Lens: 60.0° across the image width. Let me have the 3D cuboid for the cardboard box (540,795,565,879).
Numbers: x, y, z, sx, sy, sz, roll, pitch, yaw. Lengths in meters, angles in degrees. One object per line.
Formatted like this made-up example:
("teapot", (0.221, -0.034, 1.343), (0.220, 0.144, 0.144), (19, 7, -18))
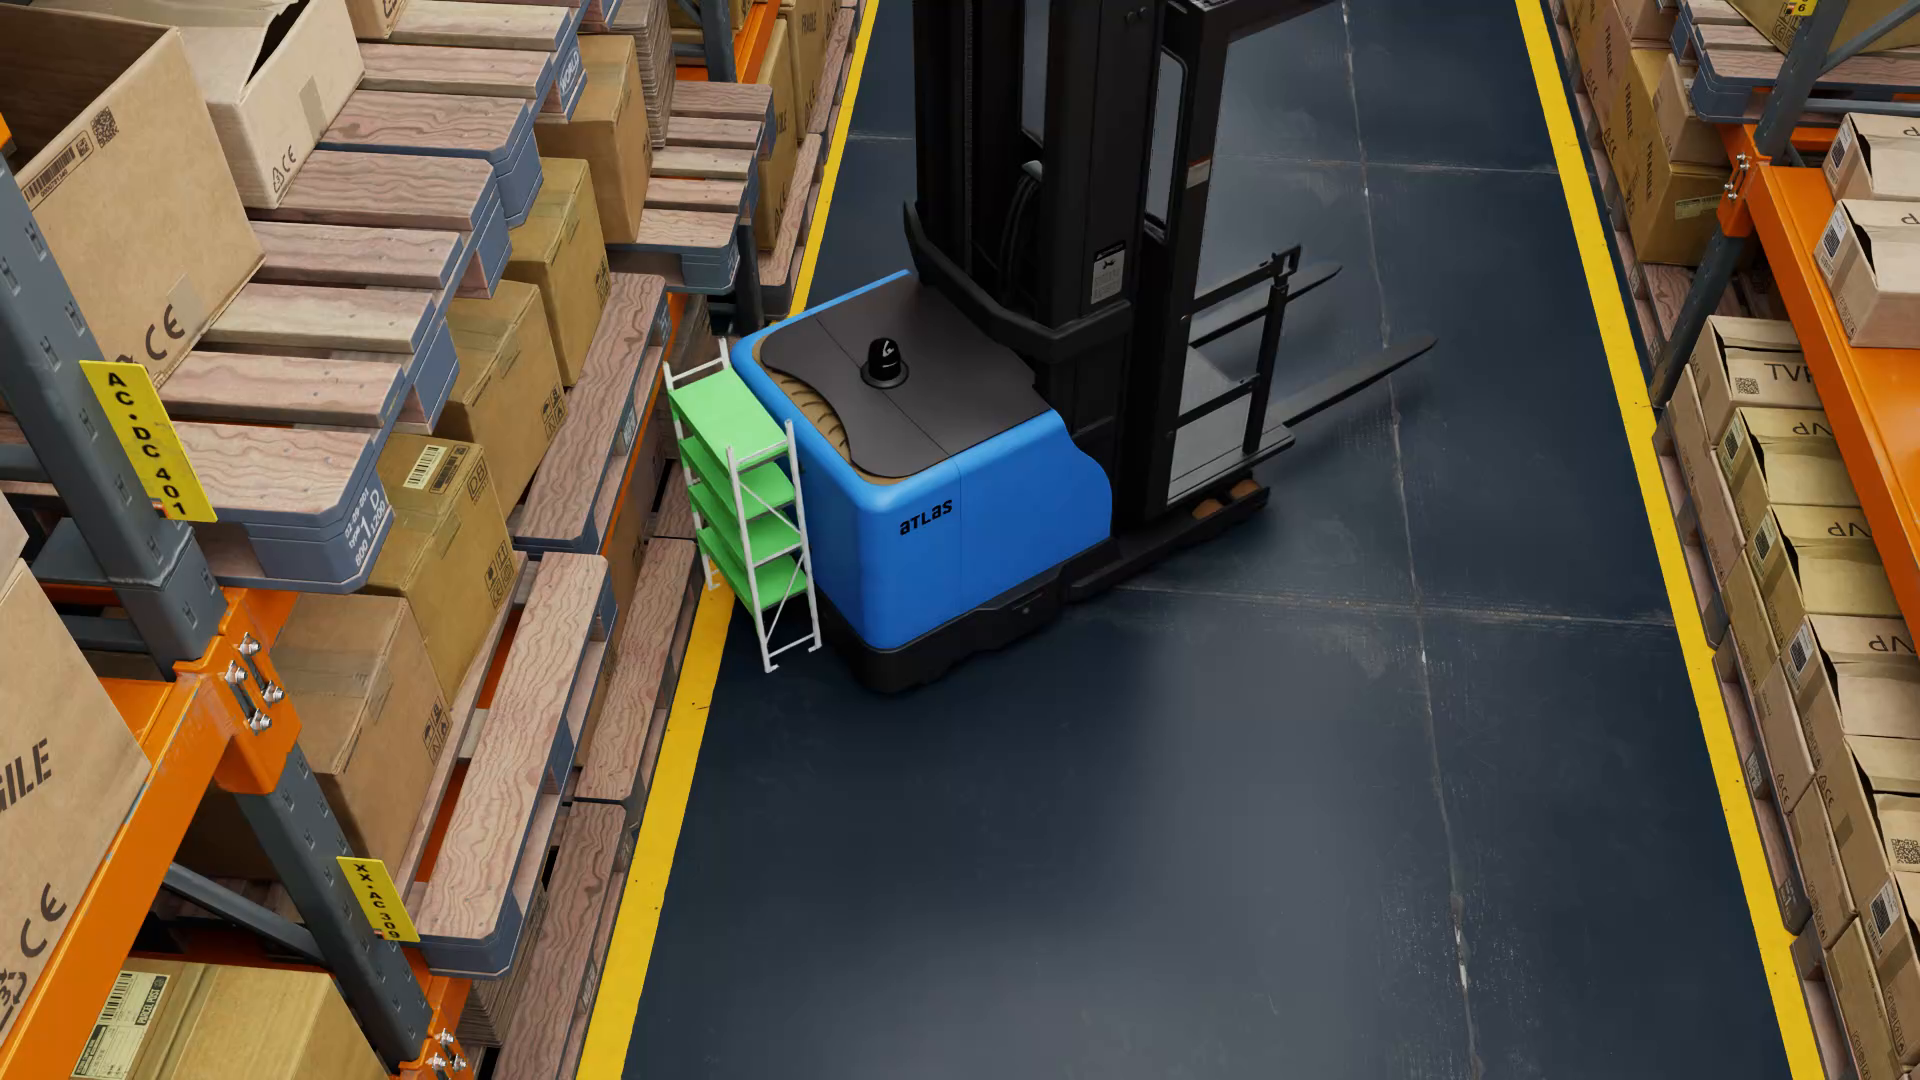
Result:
("cardboard box", (-1.707, 0.784, 5.422), (0.700, 0.500, 0.500), (3, 48, 3))

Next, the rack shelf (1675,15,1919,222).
("rack shelf", (3.726, -2.822, 7.812), (1.077, 0.370, 4.000), (4, 48, 4))

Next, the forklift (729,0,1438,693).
("forklift", (0.658, -1.292, 5.972), (3.031, 2.935, 1.130), (-27, 53, -22))

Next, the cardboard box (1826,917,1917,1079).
("cardboard box", (2.976, 1.435, 5.010), (0.500, 0.250, 0.500), (3, 48, 3))

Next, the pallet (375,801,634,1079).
("pallet", (-1.685, 1.383, 5.368), (1.003, 0.211, 1.213), (4, 48, 4))

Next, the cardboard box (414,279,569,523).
("cardboard box", (-1.587, -0.436, 4.776), (0.700, 0.500, 0.500), (10, 48, 9))

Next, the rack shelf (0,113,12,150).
("rack shelf", (-1.572, -2.103, 3.360), (1.077, 0.370, 4.000), (4, 48, 4))

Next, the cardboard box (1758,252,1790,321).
("cardboard box", (3.869, -1.215, 7.251), (0.500, 0.500, 0.500), (6, 48, 5))

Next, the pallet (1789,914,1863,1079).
("pallet", (3.207, 1.741, 5.040), (1.003, 0.211, 1.213), (4, 48, 4))

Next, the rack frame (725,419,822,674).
("rack frame", (-0.649, 0.053, 5.910), (0.240, 1.200, 0.015), (-26, 52, -20))

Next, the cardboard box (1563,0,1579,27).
("cardboard box", (3.584, -3.108, 8.981), (0.500, 0.500, 0.500), (4, 48, 4))

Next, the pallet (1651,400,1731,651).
("pallet", (3.429, -0.052, 6.680), (1.003, 0.211, 1.213), (4, 48, 4))

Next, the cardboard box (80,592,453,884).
("cardboard box", (-1.674, 0.460, 3.957), (0.700, 0.500, 0.500), (4, 48, 4))

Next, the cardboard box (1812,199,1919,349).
("cardboard box", (3.269, -0.921, 5.646), (0.500, 0.311, 0.500), (3, 48, 3))

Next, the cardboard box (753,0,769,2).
("cardboard box", (-0.989, -2.448, 7.139), (0.380, 0.149, 0.250), (5, 48, 5))

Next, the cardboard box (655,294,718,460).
("cardboard box", (-1.404, -0.698, 6.777), (0.700, 0.500, 0.500), (4, 48, 4))

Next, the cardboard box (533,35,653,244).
("cardboard box", (-1.447, -1.349, 5.611), (0.700, 0.500, 0.500), (0, 48, 0))

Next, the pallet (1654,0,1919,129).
("pallet", (3.535, -2.033, 6.733), (1.213, 0.211, 1.003), (4, 48, 4))

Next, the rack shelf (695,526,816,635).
("rack shelf", (-0.772, 0.104, 6.276), (0.258, 0.148, 0.480), (-26, 52, -20))

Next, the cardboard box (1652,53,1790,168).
("cardboard box", (3.396, -1.898, 7.367), (0.500, 0.250, 0.500), (6, 48, 5))

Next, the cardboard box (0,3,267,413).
("cardboard box", (-1.625, -0.571, 2.880), (0.500, 0.500, 0.500), (10, 48, 9))

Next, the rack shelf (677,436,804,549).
("rack shelf", (-0.782, -0.216, 5.919), (0.258, 0.148, 0.480), (-26, 52, -20))

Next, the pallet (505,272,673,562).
("pallet", (-1.530, -0.404, 5.242), (1.003, 0.211, 1.213), (4, 48, 4))

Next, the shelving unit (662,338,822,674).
("shelving unit", (-0.778, -0.099, 6.050), (0.258, 1.200, 0.503), (-26, 52, -20))

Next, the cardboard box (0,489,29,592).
("cardboard box", (-1.530, 0.010, 1.943), (0.500, 0.500, 0.500), (0, 48, 0))

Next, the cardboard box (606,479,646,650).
("cardboard box", (-1.584, 0.040, 6.103), (0.700, 0.500, 0.500), (4, 48, 3))

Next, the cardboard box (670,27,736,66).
("cardboard box", (-1.129, -2.074, 6.797), (0.380, 0.149, 0.250), (3, 48, 3))

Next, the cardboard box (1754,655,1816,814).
("cardboard box", (3.070, 0.685, 5.696), (0.500, 0.250, 0.500), (5, 48, 4))

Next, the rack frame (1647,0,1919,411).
("rack frame", (3.543, -1.595, 6.202), (1.000, 3.000, 0.127), (4, 48, 4))

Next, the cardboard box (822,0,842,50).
("cardboard box", (-1.033, -3.141, 8.789), (0.750, 0.750, 0.750), (5, 48, 5))

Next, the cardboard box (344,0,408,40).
("cardboard box", (-1.513, -1.477, 3.709), (0.500, 0.500, 0.500), (2, 48, 2))

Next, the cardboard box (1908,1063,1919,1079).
("cardboard box", (2.930, 1.624, 4.456), (0.500, 0.311, 0.500), (4, 48, 4))

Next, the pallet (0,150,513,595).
("pallet", (-1.592, -0.382, 3.187), (1.213, 0.211, 1.003), (4, 48, 4))

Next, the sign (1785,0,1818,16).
("sign", (3.002, -1.989, 5.831), (0.100, 0.325, 0.005), (4, 48, 4))

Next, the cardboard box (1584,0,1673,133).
("cardboard box", (3.484, -2.369, 8.306), (0.500, 0.500, 0.500), (2, 48, 2))

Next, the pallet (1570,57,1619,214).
("pallet", (3.763, -2.094, 8.548), (1.003, 0.211, 1.213), (4, 48, 4))

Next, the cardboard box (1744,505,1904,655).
("cardboard box", (3.115, 0.128, 5.825), (0.500, 0.311, 0.500), (3, 48, 2))

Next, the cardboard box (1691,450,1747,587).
("cardboard box", (3.158, -0.074, 6.390), (0.500, 0.250, 0.500), (3, 48, 2))

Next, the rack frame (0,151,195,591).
("rack frame", (-1.755, -1.011, 1.602), (1.000, 3.000, 0.127), (4, 48, 4))

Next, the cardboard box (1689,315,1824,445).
("cardboard box", (3.203, -0.633, 6.521), (0.500, 0.311, 0.500), (5, 48, 5))

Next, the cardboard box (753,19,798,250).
("cardboard box", (-1.192, -1.873, 7.629), (0.750, 0.750, 0.750), (3, 48, 3))

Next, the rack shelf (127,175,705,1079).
("rack shelf", (-1.572, -0.213, 5.426), (1.077, 0.370, 4.000), (4, 48, 4))

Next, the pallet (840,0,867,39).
("pallet", (-1.021, -3.352, 9.699), (1.003, 0.211, 1.213), (4, 48, 4))

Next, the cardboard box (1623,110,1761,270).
("cardboard box", (3.395, -1.603, 7.605), (0.500, 0.500, 0.500), (6, 48, 5))

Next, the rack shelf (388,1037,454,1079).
("rack shelf", (-1.937, 2.726, 2.737), (1.077, 0.370, 4.000), (4, 48, 4))

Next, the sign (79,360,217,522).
("sign", (-1.214, -0.142, 2.490), (0.100, 0.325, 0.005), (4, 48, 4))

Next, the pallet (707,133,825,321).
("pallet", (-1.243, -1.559, 8.059), (1.003, 0.211, 1.213), (4, 48, 4))

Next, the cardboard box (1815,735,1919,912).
("cardboard box", (3.019, 0.875, 5.142), (0.500, 0.311, 0.500), (4, 48, 3))
